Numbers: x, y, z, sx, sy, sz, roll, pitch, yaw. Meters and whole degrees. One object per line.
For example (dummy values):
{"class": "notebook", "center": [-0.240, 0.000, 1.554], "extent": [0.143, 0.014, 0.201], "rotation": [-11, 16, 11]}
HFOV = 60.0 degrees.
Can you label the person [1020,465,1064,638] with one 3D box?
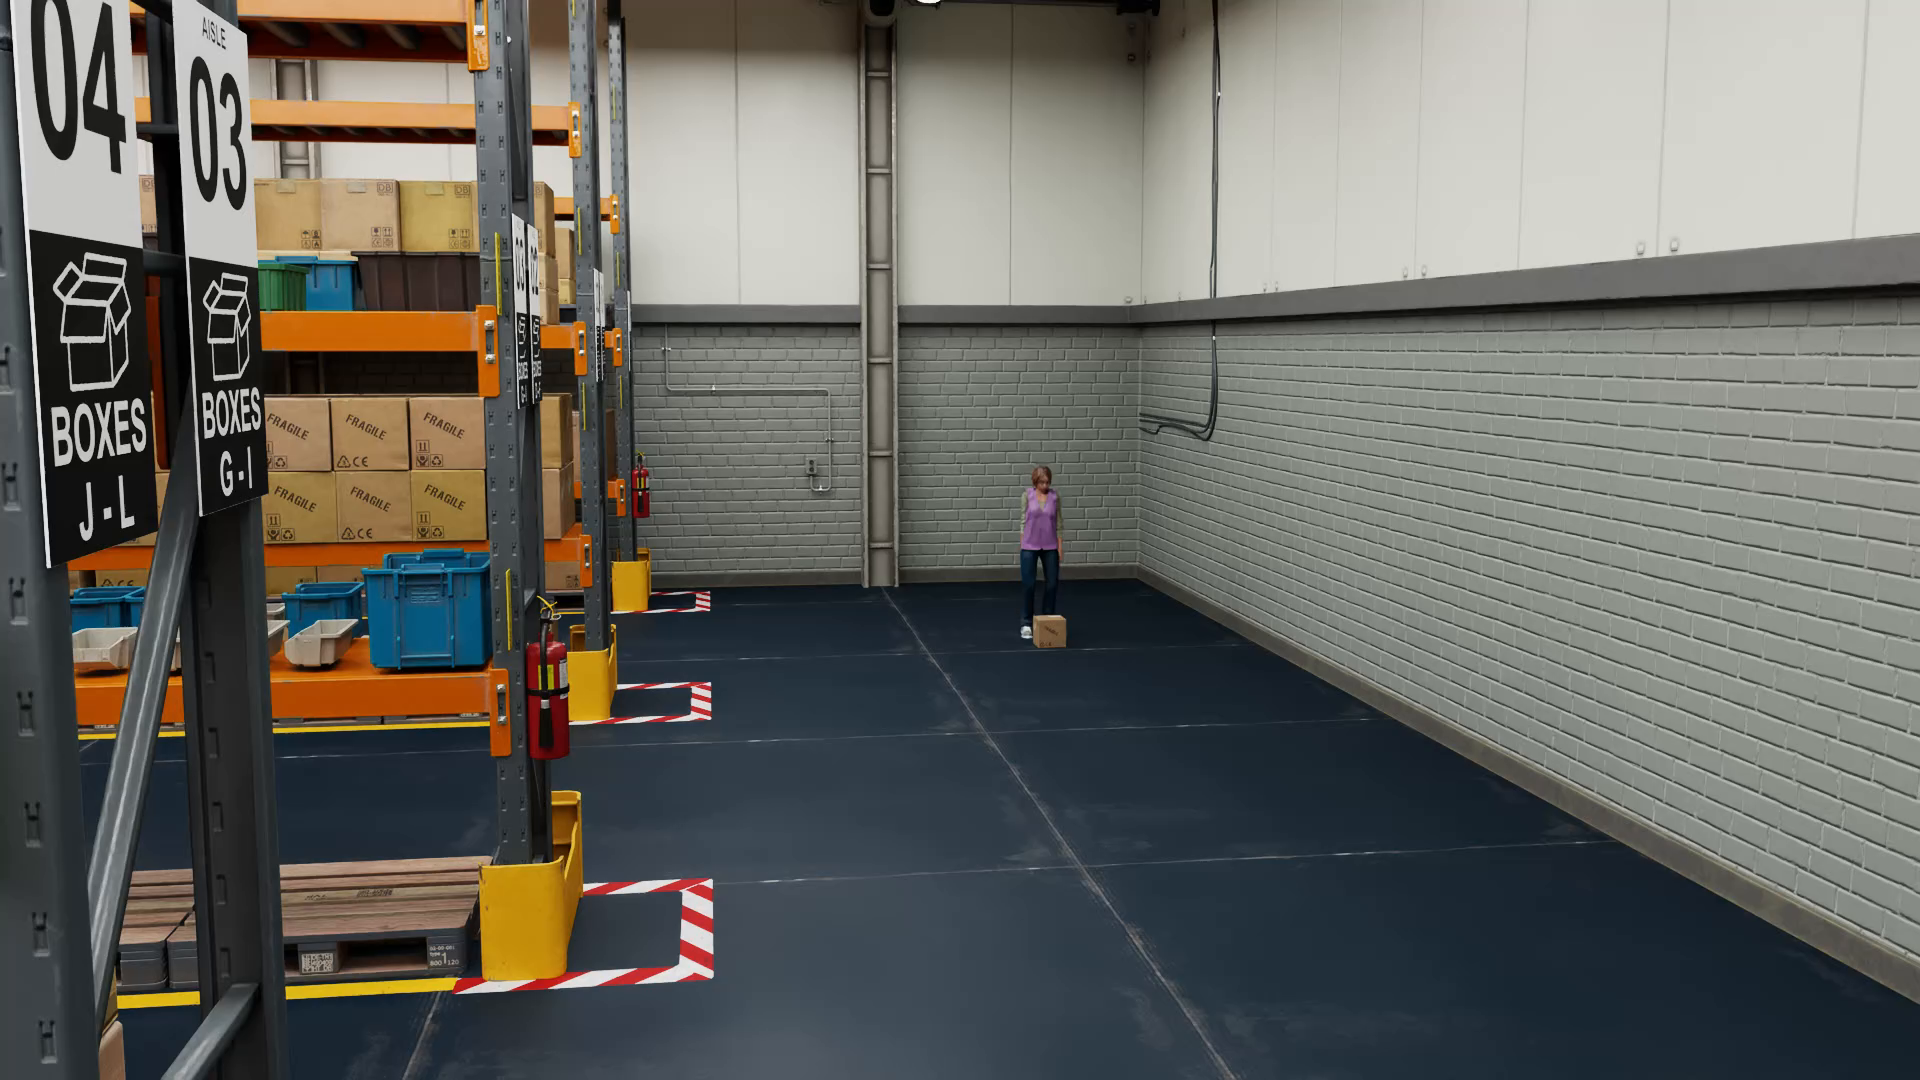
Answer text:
{"class": "person", "center": [0.751, 0.108, 15.249], "extent": [0.411, 1.577, 0.310], "rotation": [-1, 7, -8]}
